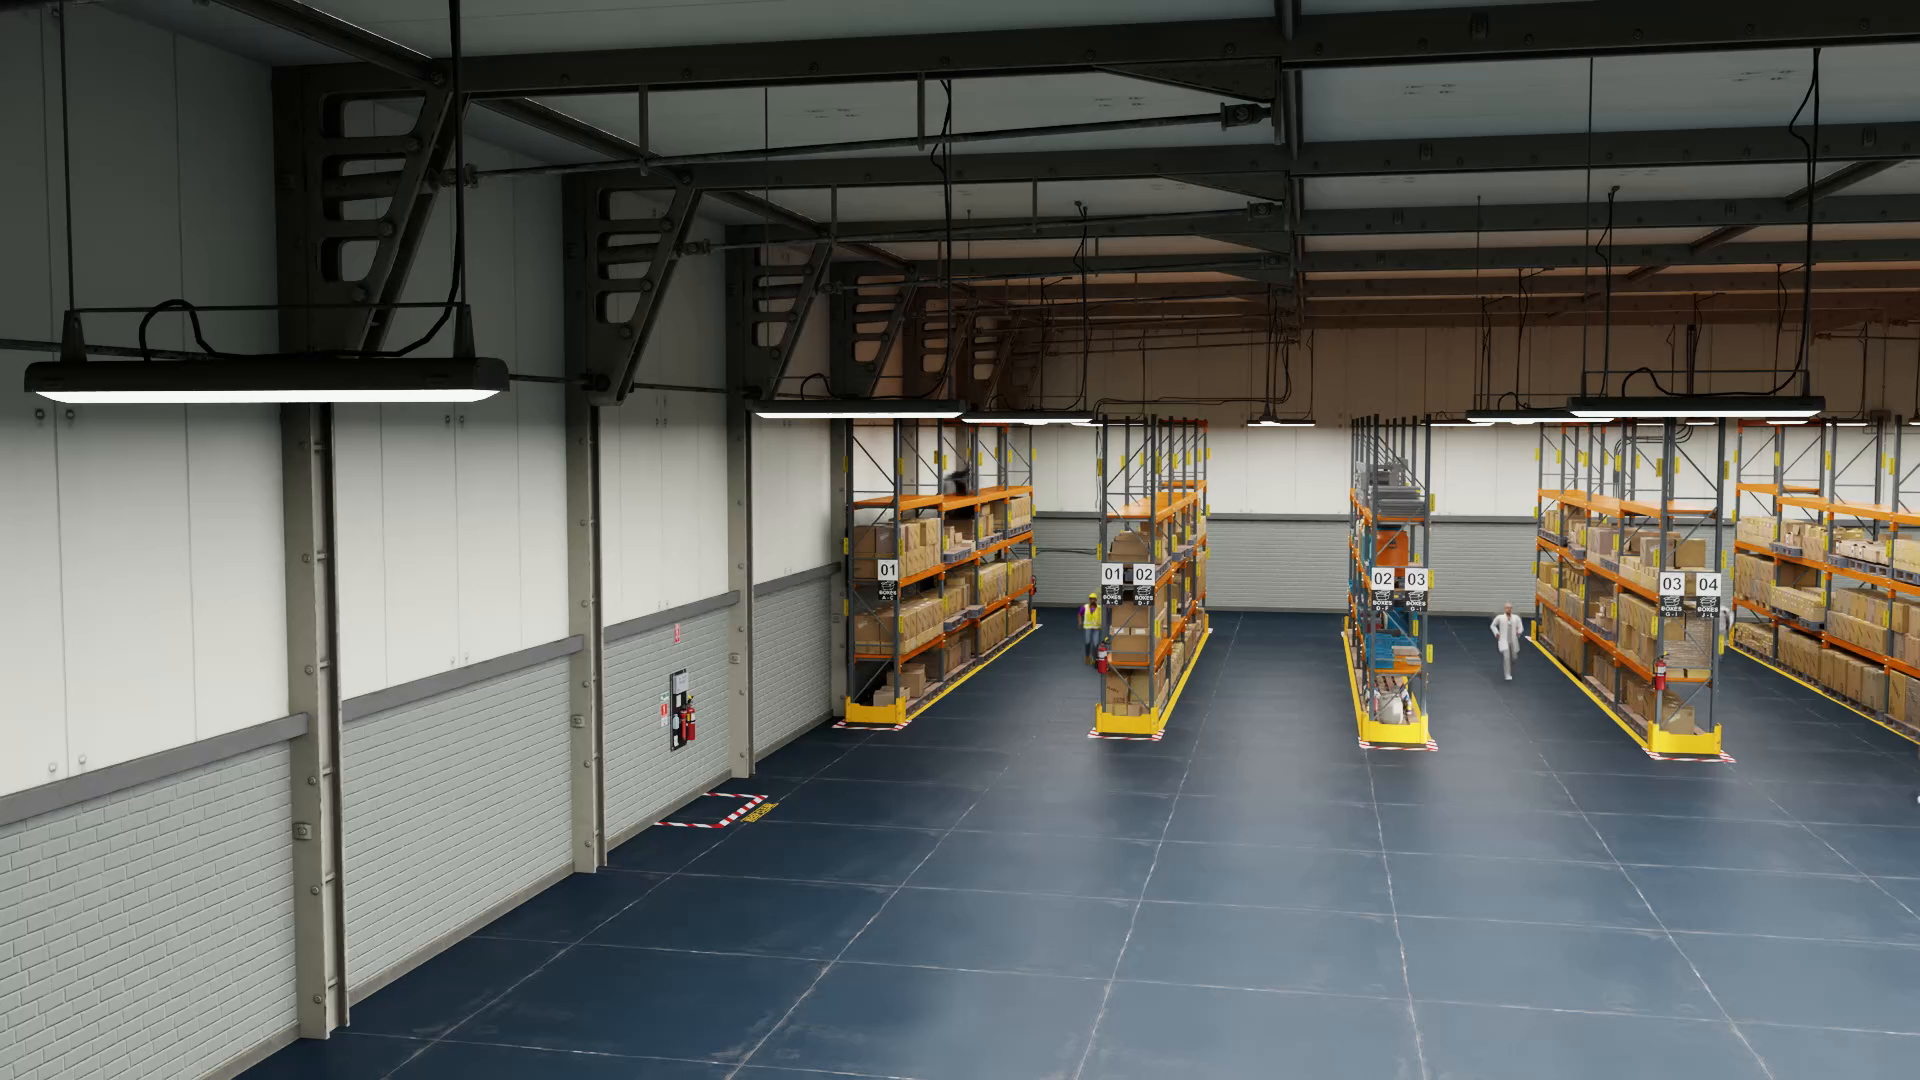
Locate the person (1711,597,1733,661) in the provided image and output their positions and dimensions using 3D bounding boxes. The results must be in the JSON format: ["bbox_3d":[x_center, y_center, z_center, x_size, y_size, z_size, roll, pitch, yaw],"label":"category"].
[{"bbox_3d":[18.513,2.184,40.522,0.636,1.651,0.767,1,4,18],"label":"person"}]

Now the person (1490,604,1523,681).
[{"bbox_3d":[12.527,2.319,38.064,0.715,1.735,0.825,0,4,4],"label":"person"}]

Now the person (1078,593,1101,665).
[{"bbox_3d":[3.192,2.163,40.247,0.676,1.754,0.683,0,4,5],"label":"person"}]
